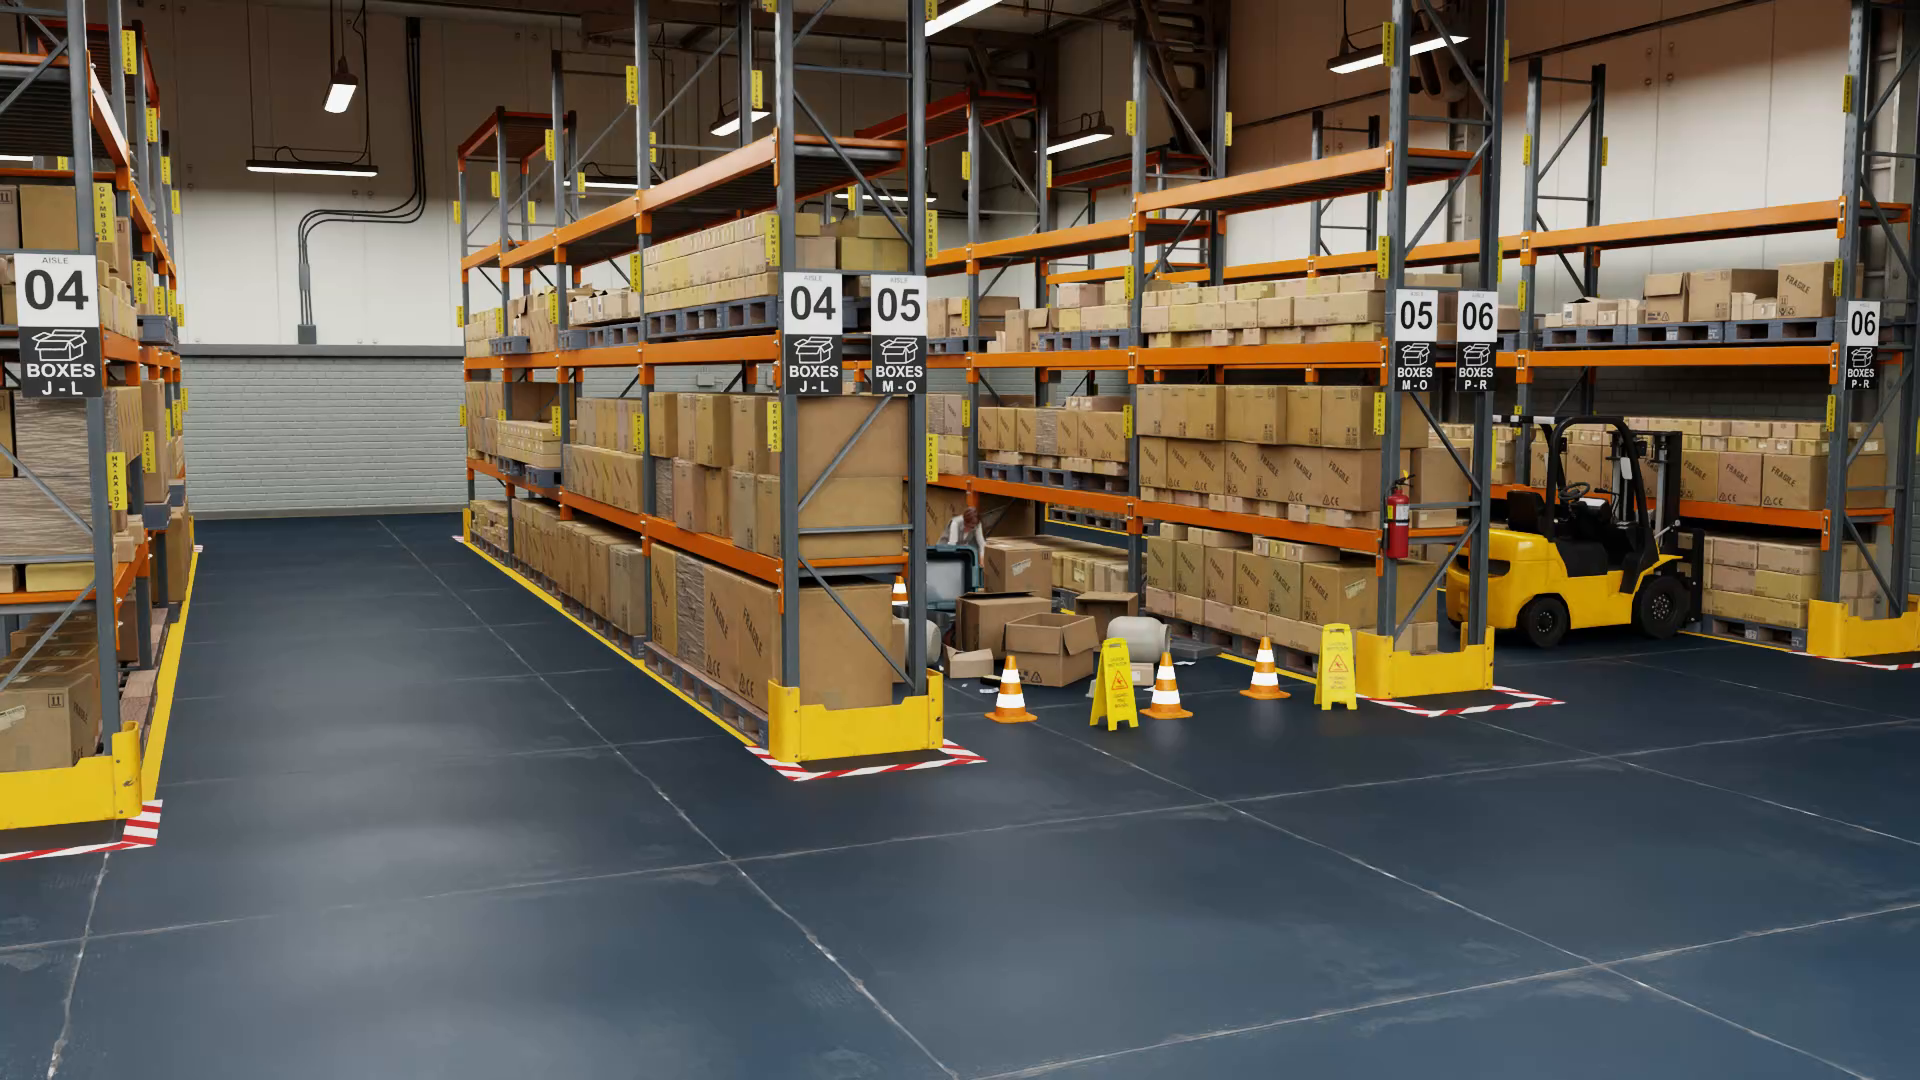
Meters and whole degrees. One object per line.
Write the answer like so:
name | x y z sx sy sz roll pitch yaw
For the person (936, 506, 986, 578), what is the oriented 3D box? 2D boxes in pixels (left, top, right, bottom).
person | 0.019 0.174 18.322 0.462 1.129 0.736 -2 6 -24
